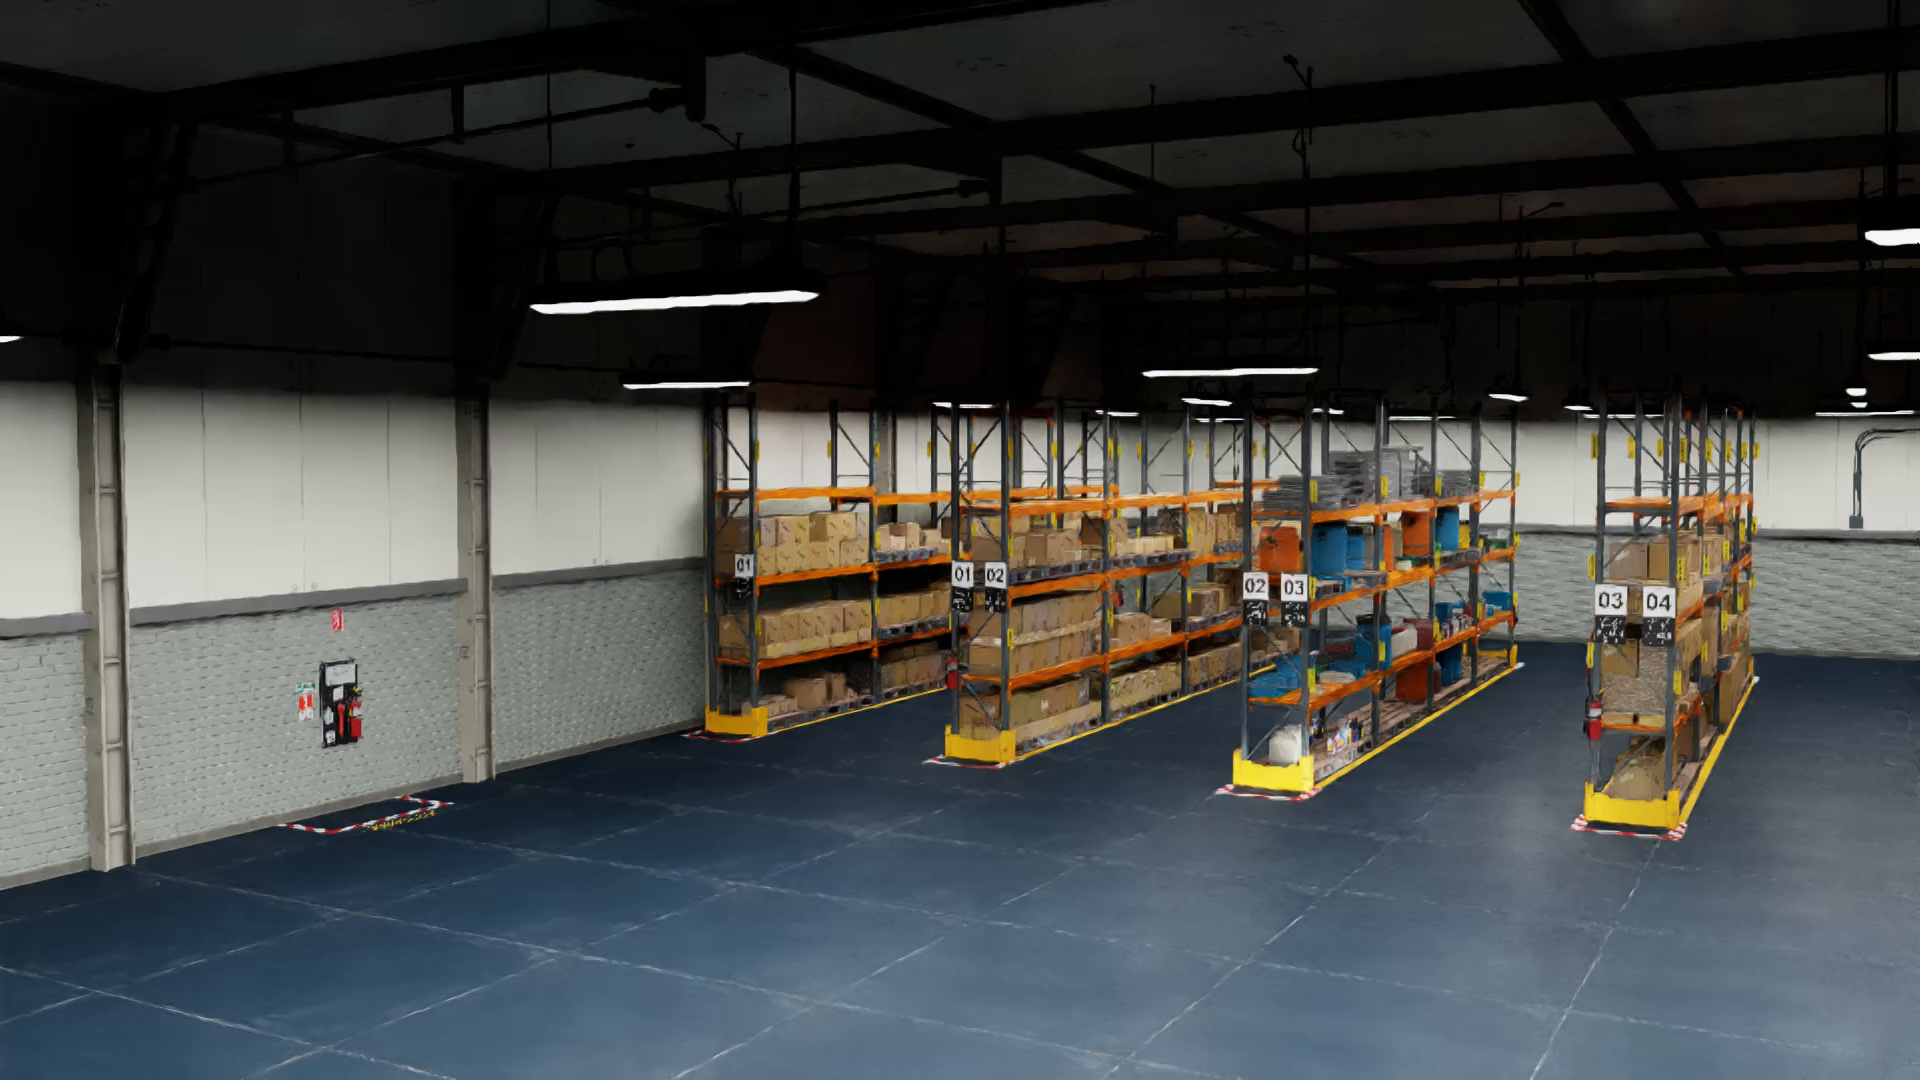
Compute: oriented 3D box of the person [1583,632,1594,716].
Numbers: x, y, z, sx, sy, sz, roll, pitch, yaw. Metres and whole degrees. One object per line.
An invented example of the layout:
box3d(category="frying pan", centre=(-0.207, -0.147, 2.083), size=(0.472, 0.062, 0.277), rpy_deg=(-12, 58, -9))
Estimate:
box3d(category="person", centre=(11.718, 2.511, 30.724), size=(0.574, 1.634, 0.551), rpy_deg=(-2, 4, -30))
